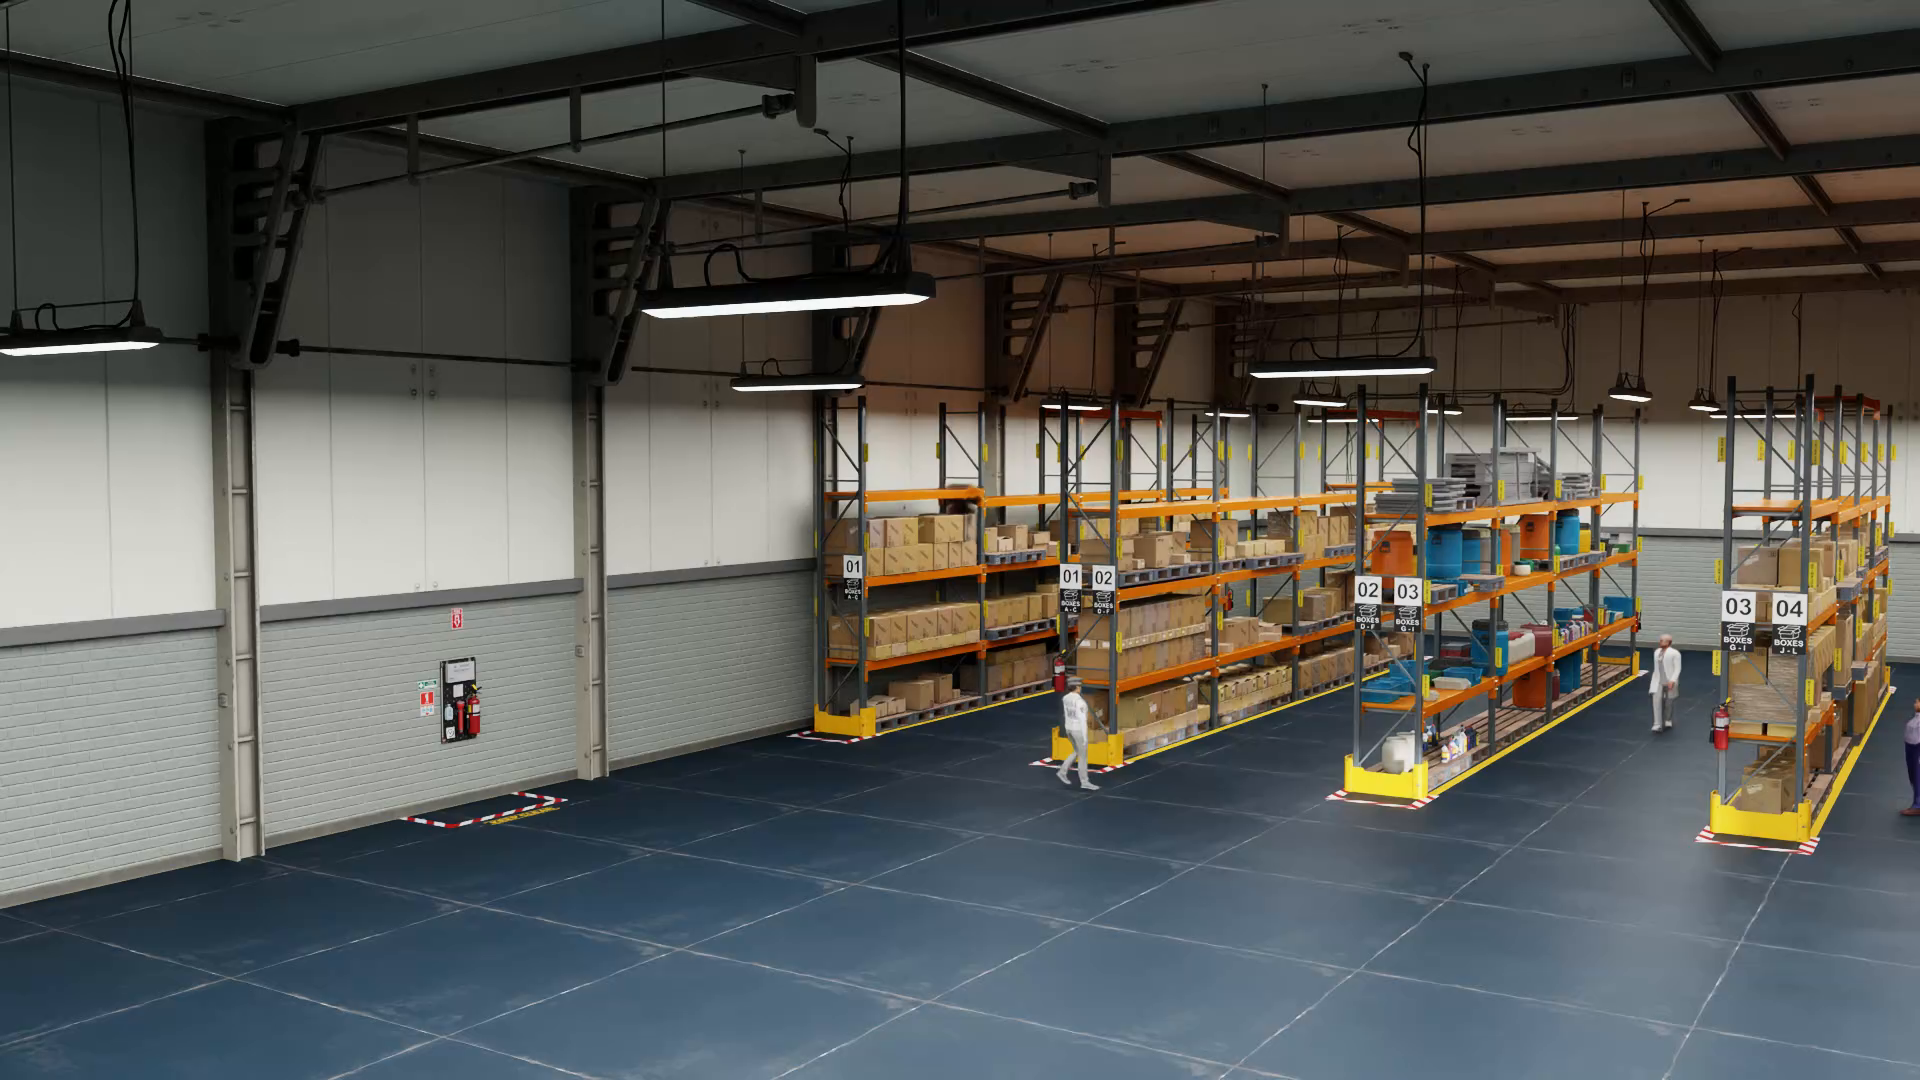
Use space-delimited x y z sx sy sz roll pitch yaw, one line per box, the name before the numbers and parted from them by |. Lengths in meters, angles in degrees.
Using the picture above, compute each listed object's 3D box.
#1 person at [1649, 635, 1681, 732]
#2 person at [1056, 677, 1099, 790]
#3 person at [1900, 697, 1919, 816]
person | 12.635 2.560 29.804 0.524 1.727 1.128 1 3 25
person | 1.758 2.879 24.792 0.553 1.676 0.539 -1 3 -25
person | 13.250 2.972 23.064 0.537 1.641 0.478 0 3 -5
